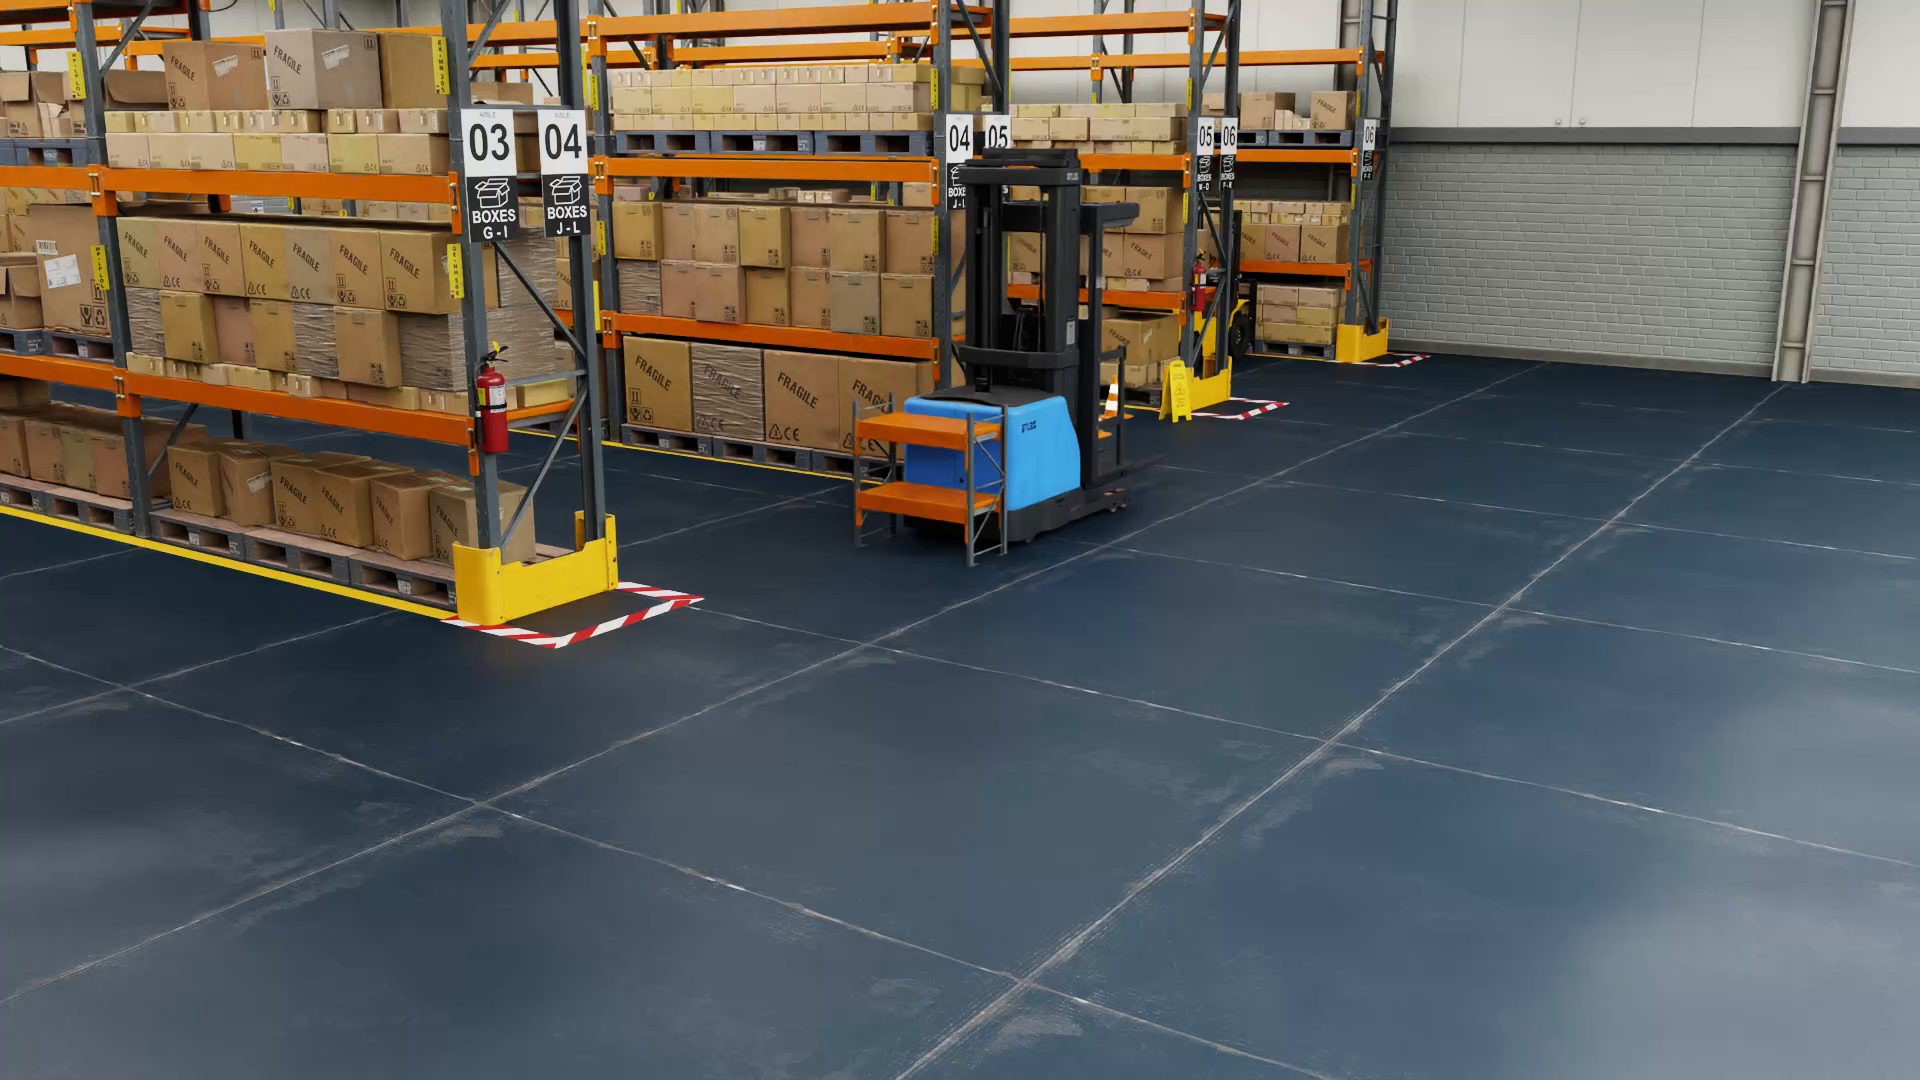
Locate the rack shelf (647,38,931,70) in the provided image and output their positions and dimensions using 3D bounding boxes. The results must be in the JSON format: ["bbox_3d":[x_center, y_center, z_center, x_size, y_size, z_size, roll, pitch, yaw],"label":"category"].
[{"bbox_3d":[-2.195,-6.180,21.392,4.000,0.370,1.077,9,17,33],"label":"rack shelf"}]

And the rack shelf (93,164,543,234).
[{"bbox_3d":[-4.406,-2.406,11.555,4.000,0.370,1.077,9,17,33],"label":"rack shelf"}]

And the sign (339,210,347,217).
[{"bbox_3d":[-6.828,-3.493,18.448,0.005,0.325,0.100,9,17,33],"label":"sign"}]

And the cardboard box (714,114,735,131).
[{"bbox_3d":[-2.044,-3.842,15.301,0.250,0.149,0.380,9,17,33],"label":"cardboard box"}]

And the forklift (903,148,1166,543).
[{"bbox_3d":[0.766,-1.704,13.605,1.130,2.935,3.031,9,16,31],"label":"forklift"}]

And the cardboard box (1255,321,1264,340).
[{"bbox_3d":[4.168,-3.004,23.563,0.500,0.250,0.500,9,17,33],"label":"cardboard box"}]

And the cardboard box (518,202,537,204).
[{"bbox_3d":[-4.894,-3.347,17.811,0.500,0.500,0.700,9,17,32],"label":"cardboard box"}]

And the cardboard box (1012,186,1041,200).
[{"bbox_3d":[1.006,-3.922,19.516,0.500,0.500,0.700,9,17,32],"label":"cardboard box"}]

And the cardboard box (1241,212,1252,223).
[{"bbox_3d":[4.029,-4.518,23.275,0.250,0.149,0.380,9,17,33],"label":"cardboard box"}]

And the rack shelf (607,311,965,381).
[{"bbox_3d":[-1.554,-1.925,15.856,4.000,0.370,1.077,9,17,33],"label":"rack shelf"}]

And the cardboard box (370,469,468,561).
[{"bbox_3d":[-3.771,-0.182,11.643,0.500,0.500,0.500,-12,18,-39],"label":"cardboard box"}]

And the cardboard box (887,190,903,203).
[{"bbox_3d":[-0.728,-4.389,21.258,0.250,0.149,0.380,9,17,33],"label":"cardboard box"}]

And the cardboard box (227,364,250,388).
[{"bbox_3d":[-5.004,-1.194,11.927,0.250,0.149,0.380,9,17,33],"label":"cardboard box"}]

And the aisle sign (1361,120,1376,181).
[{"bbox_3d":[5.442,-5.192,22.143,0.004,0.787,0.394,9,17,33],"label":"aisle sign"}]

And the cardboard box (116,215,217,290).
[{"bbox_3d":[-5.834,-2.135,12.296,0.500,0.500,0.500,9,17,33],"label":"cardboard box"}]

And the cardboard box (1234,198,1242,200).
[{"bbox_3d":[3.903,-4.840,23.957,0.250,0.149,0.380,10,17,34],"label":"cardboard box"}]

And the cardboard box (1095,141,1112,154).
[{"bbox_3d":[1.733,-4.450,18.836,0.250,0.149,0.380,9,17,33],"label":"cardboard box"}]

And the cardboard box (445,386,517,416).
[{"bbox_3d":[-3.098,-0.906,10.764,0.250,0.149,0.380,9,17,33],"label":"cardboard box"}]

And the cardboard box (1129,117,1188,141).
[{"bbox_3d":[2.209,-4.549,18.410,0.500,0.250,0.500,9,16,32],"label":"cardboard box"}]

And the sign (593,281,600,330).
[{"bbox_3d":[-2.444,-1.559,11.079,0.005,0.325,0.100,9,17,33],"label":"sign"}]

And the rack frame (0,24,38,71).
[{"bbox_3d":[-13.171,-7.064,22.633,0.127,3.000,1.000,9,17,33],"label":"rack frame"}]

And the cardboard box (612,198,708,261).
[{"bbox_3d":[-2.927,-3.083,16.477,0.550,0.550,0.875,9,17,33],"label":"cardboard box"}]

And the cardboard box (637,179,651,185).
[{"bbox_3d":[-5.493,-6.295,30.142,0.500,0.500,0.500,9,16,31],"label":"cardboard box"}]

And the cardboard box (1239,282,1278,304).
[{"bbox_3d":[4.144,-3.484,23.423,0.500,0.250,0.500,9,17,34],"label":"cardboard box"}]

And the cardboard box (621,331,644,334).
[{"bbox_3d":[-4.381,-3.361,23.708,0.875,0.875,0.875,9,17,32],"label":"cardboard box"}]

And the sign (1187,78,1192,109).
[{"bbox_3d":[2.458,-4.785,17.825,0.005,0.325,0.100,9,17,33],"label":"sign"}]

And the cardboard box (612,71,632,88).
[{"bbox_3d":[-3.102,-4.400,15.893,0.250,0.149,0.380,9,17,33],"label":"cardboard box"}]

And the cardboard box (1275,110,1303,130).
[{"bbox_3d":[4.484,-5.725,22.663,0.258,0.266,0.396,9,17,33],"label":"cardboard box"}]

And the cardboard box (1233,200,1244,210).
[{"bbox_3d":[3.860,-4.715,23.453,0.250,0.149,0.380,9,17,34],"label":"cardboard box"}]

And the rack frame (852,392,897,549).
[{"bbox_3d":[-0.647,-0.532,12.632,0.032,1.125,0.500,9,17,33],"label":"rack frame"}]

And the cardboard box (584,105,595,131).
[{"bbox_3d":[-3.889,-4.241,16.702,0.500,0.250,0.500,9,17,33],"label":"cardboard box"}]

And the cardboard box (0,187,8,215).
[{"bbox_3d":[-12.947,-4.717,22.729,0.500,0.500,0.500,9,17,32],"label":"cardboard box"}]

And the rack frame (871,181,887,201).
[{"bbox_3d":[-1.087,-5.070,27.062,0.127,3.000,1.000,9,17,33],"label":"rack frame"}]

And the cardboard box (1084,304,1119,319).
[{"bbox_3d":[1.632,-2.646,19.208,0.250,0.149,0.380,10,17,34],"label":"cardboard box"}]

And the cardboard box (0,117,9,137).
[{"bbox_3d":[-7.677,-3.345,13.465,0.250,0.166,0.380,9,16,31],"label":"cardboard box"}]

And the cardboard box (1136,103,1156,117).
[{"bbox_3d":[2.146,-4.757,18.418,0.250,0.149,0.380,10,17,34],"label":"cardboard box"}]

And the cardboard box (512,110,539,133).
[{"bbox_3d":[-2.846,-2.691,10.691,0.250,0.149,0.380,9,17,32],"label":"cardboard box"}]

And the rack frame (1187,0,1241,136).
[{"bbox_3d":[2.784,-5.919,18.007,0.127,3.000,1.000,9,17,33],"label":"rack frame"}]

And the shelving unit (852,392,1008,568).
[{"bbox_3d":[-0.224,-0.465,12.359,1.048,1.125,0.538,9,17,33],"label":"shelving unit"}]

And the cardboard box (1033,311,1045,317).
[{"bbox_3d":[1.124,-2.434,19.700,0.500,0.500,0.500,9,16,32],"label":"cardboard box"}]

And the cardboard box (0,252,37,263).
[{"bbox_3d":[-8.395,-2.237,14.535,0.500,0.500,0.700,12,19,41],"label":"cardboard box"}]

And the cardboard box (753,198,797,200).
[{"bbox_3d":[-2.467,-4.336,22.397,0.500,0.500,0.500,8,16,29],"label":"cardboard box"}]

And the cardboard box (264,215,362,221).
[{"bbox_3d":[-4.709,-2.106,12.181,0.500,0.500,0.500,9,17,33],"label":"cardboard box"}]

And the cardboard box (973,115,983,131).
[{"bbox_3d":[0.000,-3.703,14.737,0.250,0.149,0.380,9,17,33],"label":"cardboard box"}]

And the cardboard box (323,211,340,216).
[{"bbox_3d":[-9.819,-5.017,26.641,0.500,0.500,0.500,9,16,32],"label":"cardboard box"}]

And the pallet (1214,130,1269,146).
[{"bbox_3d":[3.962,-5.674,23.442,1.213,0.211,1.003,9,17,33],"label":"pallet"}]

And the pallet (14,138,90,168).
[{"bbox_3d":[-6.519,-3.036,12.995,1.003,0.211,1.213,9,17,33],"label":"pallet"}]

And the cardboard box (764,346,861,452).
[{"bbox_3d":[-1.226,-1.374,15.680,0.875,0.875,0.875,9,16,32],"label":"cardboard box"}]

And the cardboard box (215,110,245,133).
[{"bbox_3d":[-4.865,-2.872,11.422,0.250,0.149,0.380,9,16,32],"label":"cardboard box"}]

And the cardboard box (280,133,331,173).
[{"bbox_3d":[-4.125,-2.565,11.012,0.500,0.250,0.500,10,17,34],"label":"cardboard box"}]

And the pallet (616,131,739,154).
[{"bbox_3d":[-2.541,-3.844,16.051,1.213,0.211,1.003,9,17,33],"label":"pallet"}]

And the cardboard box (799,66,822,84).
[{"bbox_3d":[-1.205,-4.094,14.657,0.250,0.149,0.380,9,17,33],"label":"cardboard box"}]

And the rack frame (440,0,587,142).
[{"bbox_3d":[-2.747,-3.943,10.025,0.127,3.000,1.000,9,17,33],"label":"rack frame"}]

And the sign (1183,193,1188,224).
[{"bbox_3d":[2.458,-3.614,18.114,0.005,0.325,0.100,9,17,33],"label":"sign"}]
